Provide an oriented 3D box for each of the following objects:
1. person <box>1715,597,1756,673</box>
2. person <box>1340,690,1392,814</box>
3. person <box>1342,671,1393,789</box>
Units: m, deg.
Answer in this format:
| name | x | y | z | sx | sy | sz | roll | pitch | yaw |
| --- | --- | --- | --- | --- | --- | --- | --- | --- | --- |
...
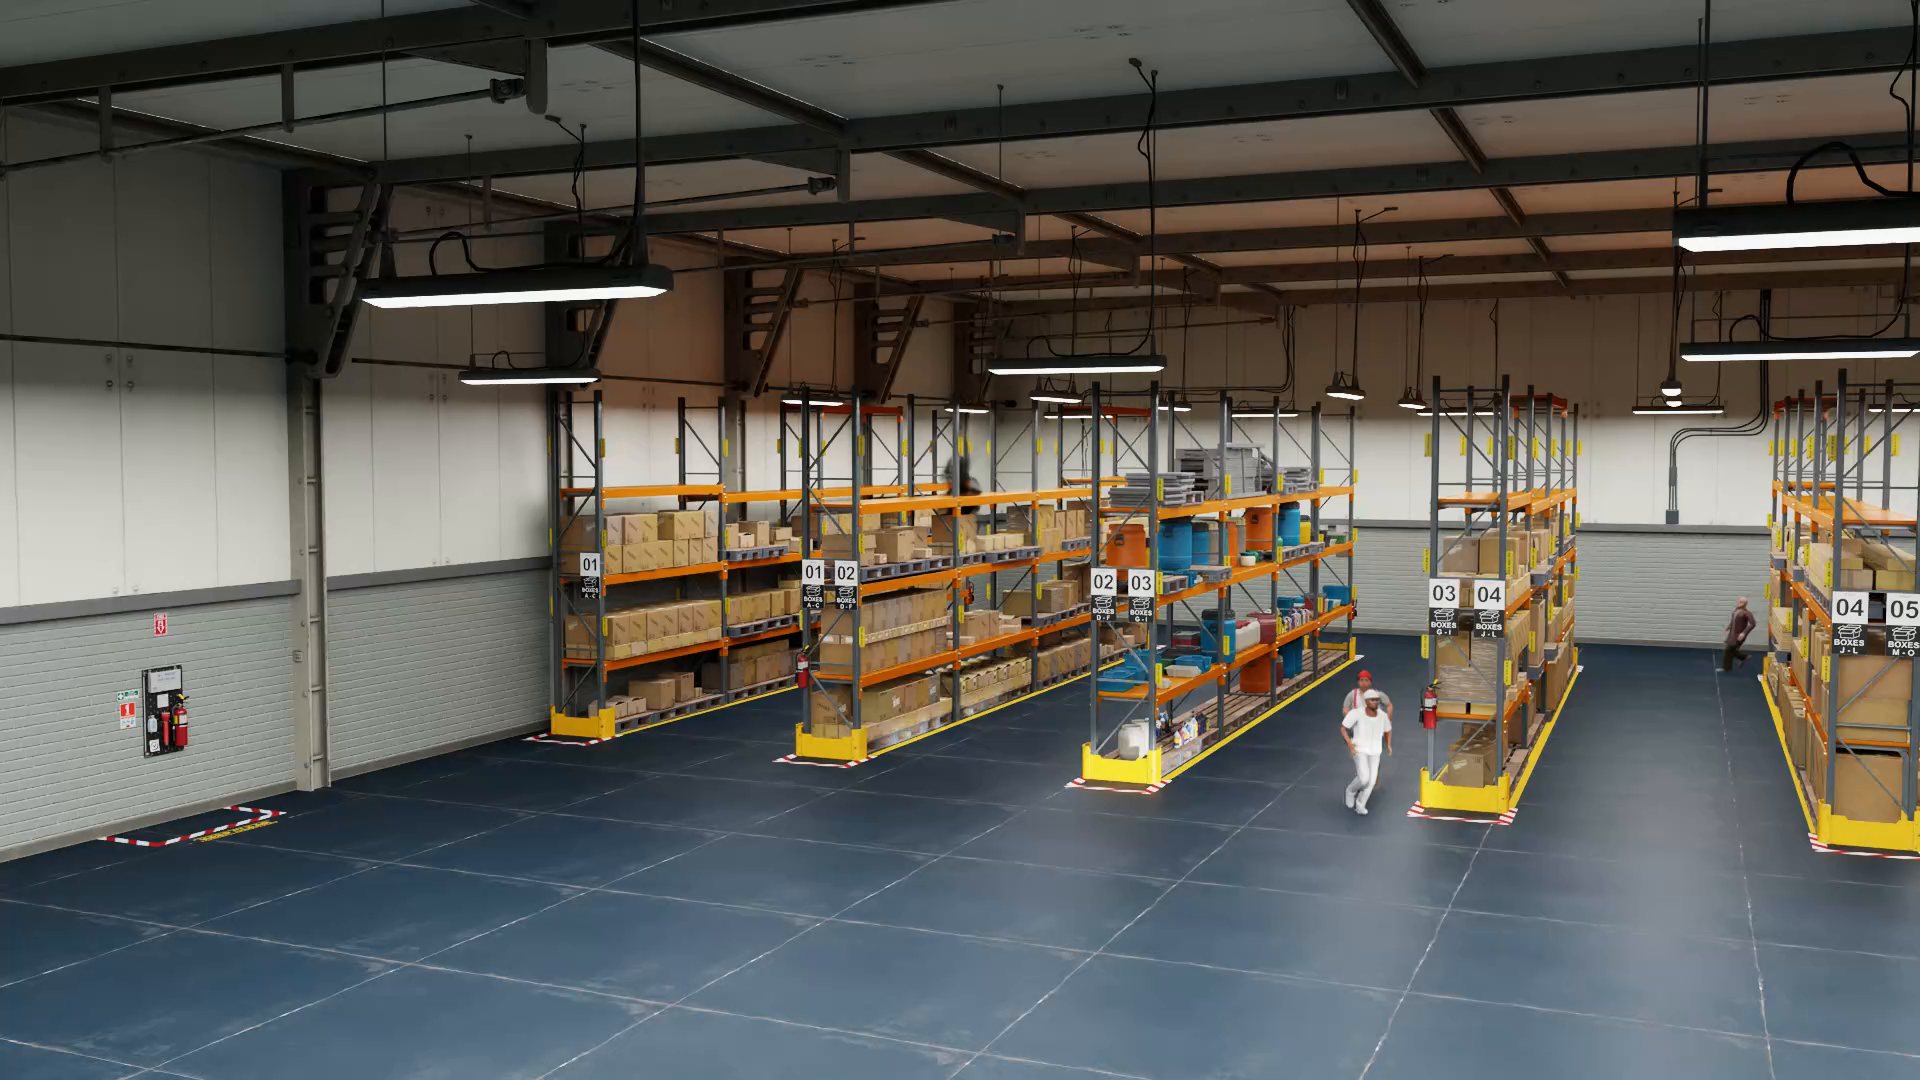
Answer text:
| name | x | y | z | sx | sy | sz | roll | pitch | yaw |
| --- | --- | --- | --- | --- | --- | --- | --- | --- | --- |
| person | 17.233 | 2.114 | 36.777 | 0.814 | 1.710 | 0.766 | 0 | 3 | -6 |
| person | 5.588 | 2.895 | 22.763 | 0.702 | 1.718 | 0.557 | -1 | 3 | -10 |
| person | 5.902 | 2.775 | 24.187 | 0.699 | 1.743 | 0.615 | 1 | 3 | 22 |
